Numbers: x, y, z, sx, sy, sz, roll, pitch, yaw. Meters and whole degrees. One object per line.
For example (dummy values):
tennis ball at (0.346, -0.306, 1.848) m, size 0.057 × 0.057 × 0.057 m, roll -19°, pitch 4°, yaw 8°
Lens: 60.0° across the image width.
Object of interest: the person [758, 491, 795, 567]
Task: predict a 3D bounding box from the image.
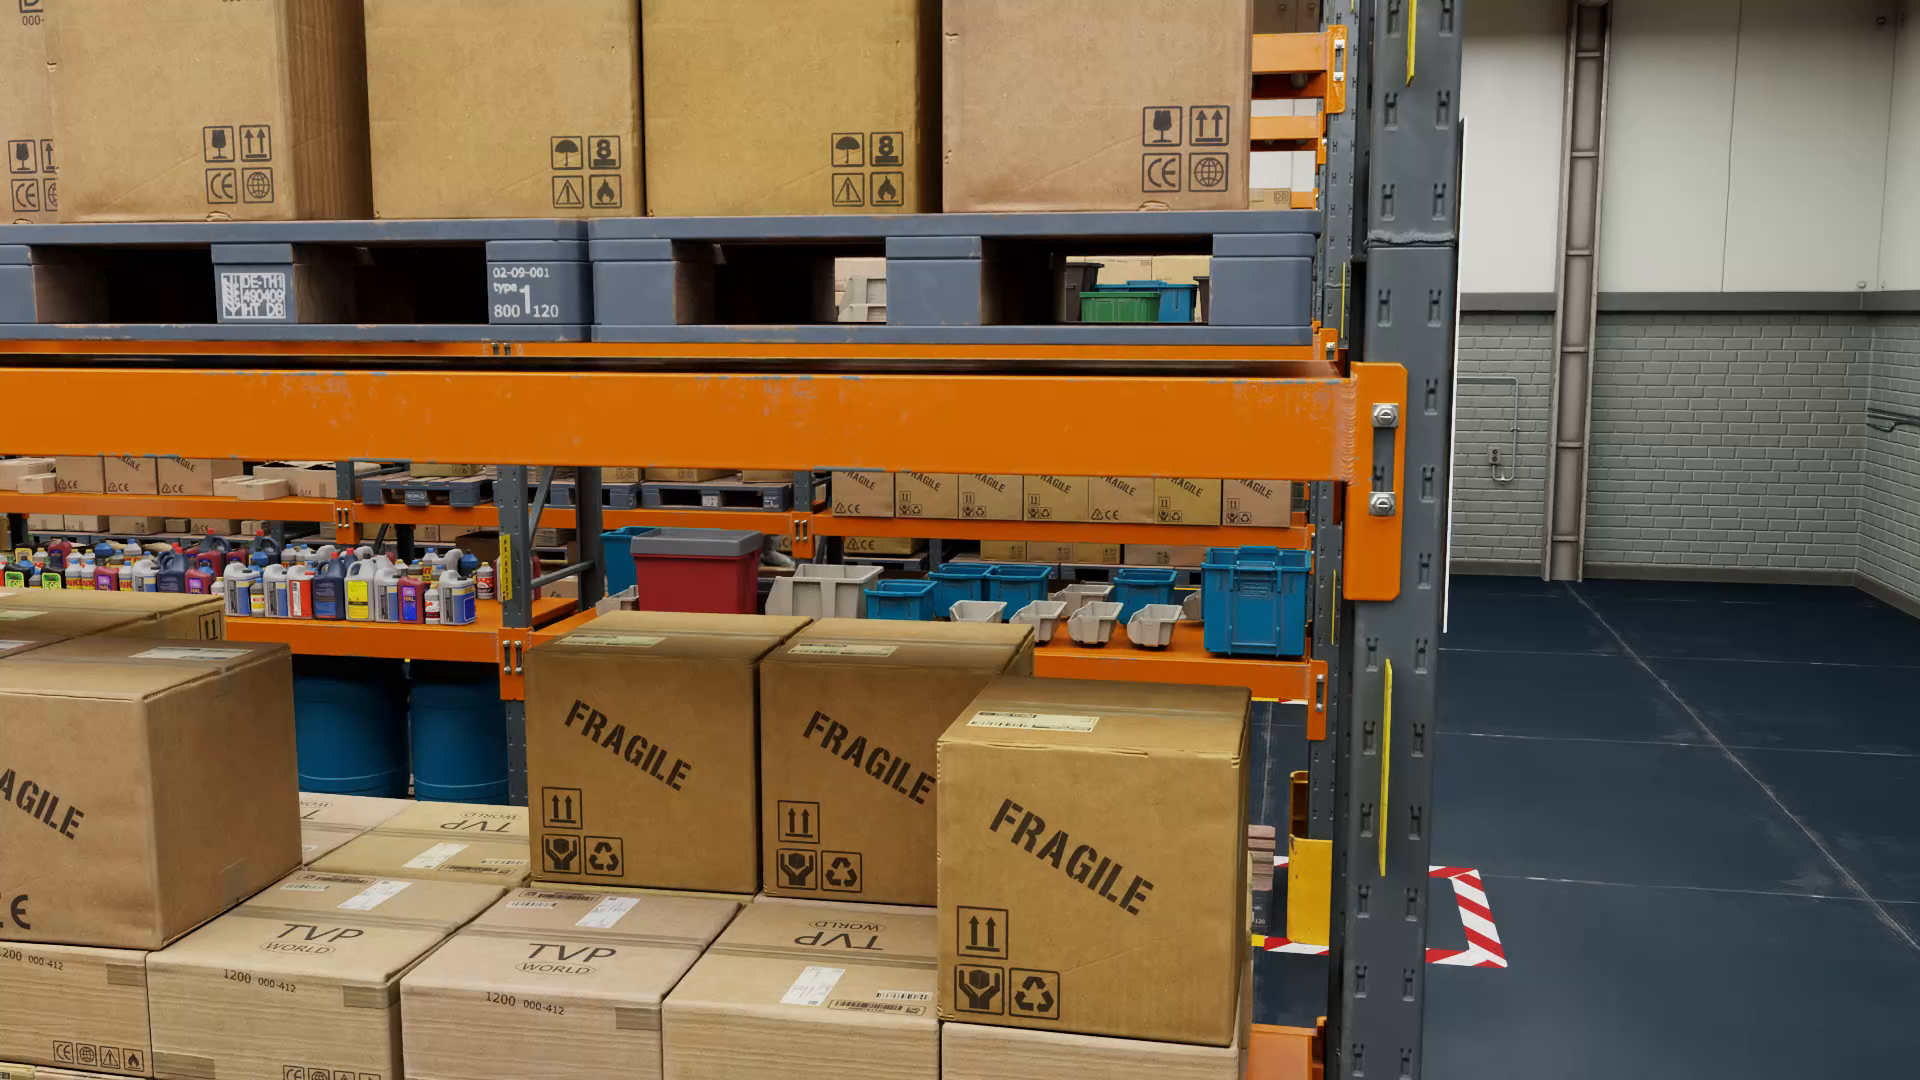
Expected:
person at (-1.851, -0.217, 16.217) m, size 0.781 × 1.759 × 0.601 m, roll 4°, pitch 9°, yaw 29°
